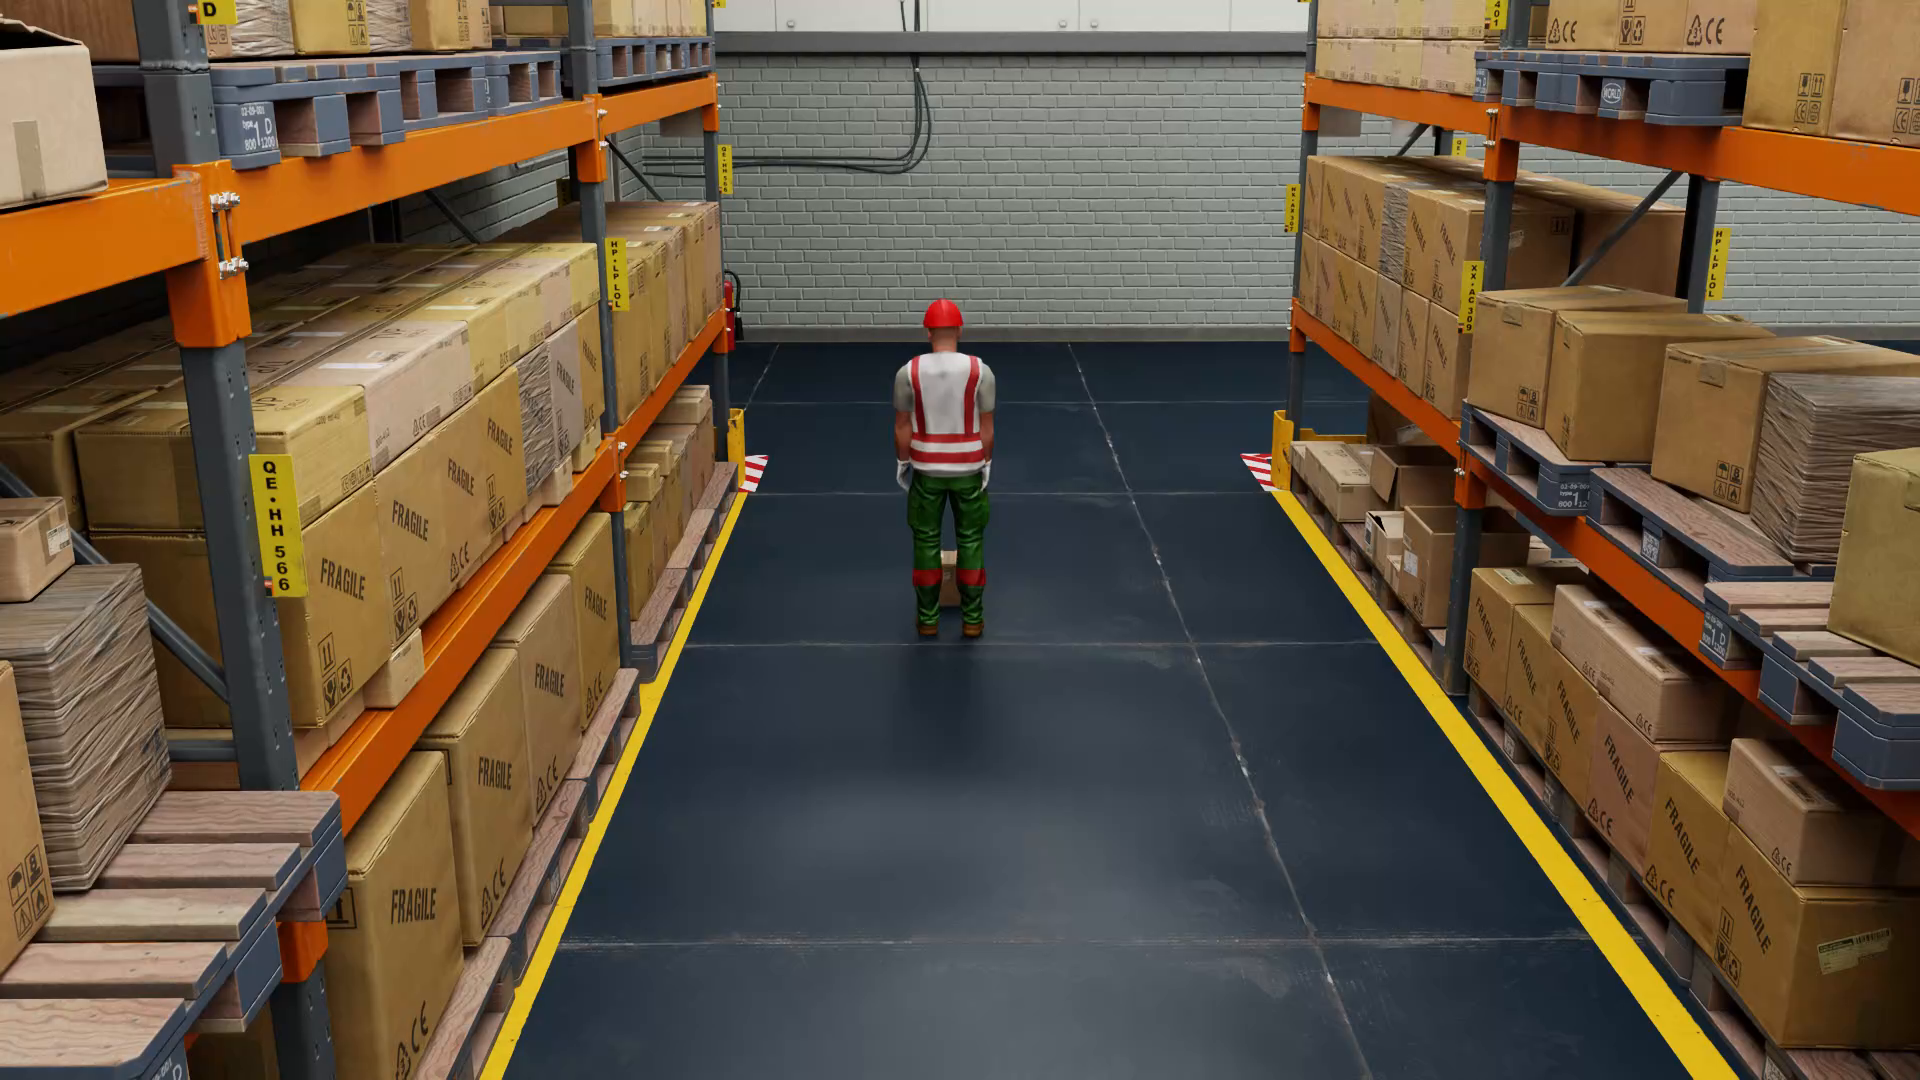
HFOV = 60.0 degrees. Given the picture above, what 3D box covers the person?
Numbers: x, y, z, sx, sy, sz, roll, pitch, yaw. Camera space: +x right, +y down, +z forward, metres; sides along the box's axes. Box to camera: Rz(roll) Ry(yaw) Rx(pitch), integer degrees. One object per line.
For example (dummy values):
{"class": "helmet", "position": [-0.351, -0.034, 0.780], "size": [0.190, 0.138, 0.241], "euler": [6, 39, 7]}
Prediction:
{"class": "person", "position": [-0.079, -0.371, 8.741], "size": [0.527, 1.780, 0.351], "euler": [0, 17, 0]}
